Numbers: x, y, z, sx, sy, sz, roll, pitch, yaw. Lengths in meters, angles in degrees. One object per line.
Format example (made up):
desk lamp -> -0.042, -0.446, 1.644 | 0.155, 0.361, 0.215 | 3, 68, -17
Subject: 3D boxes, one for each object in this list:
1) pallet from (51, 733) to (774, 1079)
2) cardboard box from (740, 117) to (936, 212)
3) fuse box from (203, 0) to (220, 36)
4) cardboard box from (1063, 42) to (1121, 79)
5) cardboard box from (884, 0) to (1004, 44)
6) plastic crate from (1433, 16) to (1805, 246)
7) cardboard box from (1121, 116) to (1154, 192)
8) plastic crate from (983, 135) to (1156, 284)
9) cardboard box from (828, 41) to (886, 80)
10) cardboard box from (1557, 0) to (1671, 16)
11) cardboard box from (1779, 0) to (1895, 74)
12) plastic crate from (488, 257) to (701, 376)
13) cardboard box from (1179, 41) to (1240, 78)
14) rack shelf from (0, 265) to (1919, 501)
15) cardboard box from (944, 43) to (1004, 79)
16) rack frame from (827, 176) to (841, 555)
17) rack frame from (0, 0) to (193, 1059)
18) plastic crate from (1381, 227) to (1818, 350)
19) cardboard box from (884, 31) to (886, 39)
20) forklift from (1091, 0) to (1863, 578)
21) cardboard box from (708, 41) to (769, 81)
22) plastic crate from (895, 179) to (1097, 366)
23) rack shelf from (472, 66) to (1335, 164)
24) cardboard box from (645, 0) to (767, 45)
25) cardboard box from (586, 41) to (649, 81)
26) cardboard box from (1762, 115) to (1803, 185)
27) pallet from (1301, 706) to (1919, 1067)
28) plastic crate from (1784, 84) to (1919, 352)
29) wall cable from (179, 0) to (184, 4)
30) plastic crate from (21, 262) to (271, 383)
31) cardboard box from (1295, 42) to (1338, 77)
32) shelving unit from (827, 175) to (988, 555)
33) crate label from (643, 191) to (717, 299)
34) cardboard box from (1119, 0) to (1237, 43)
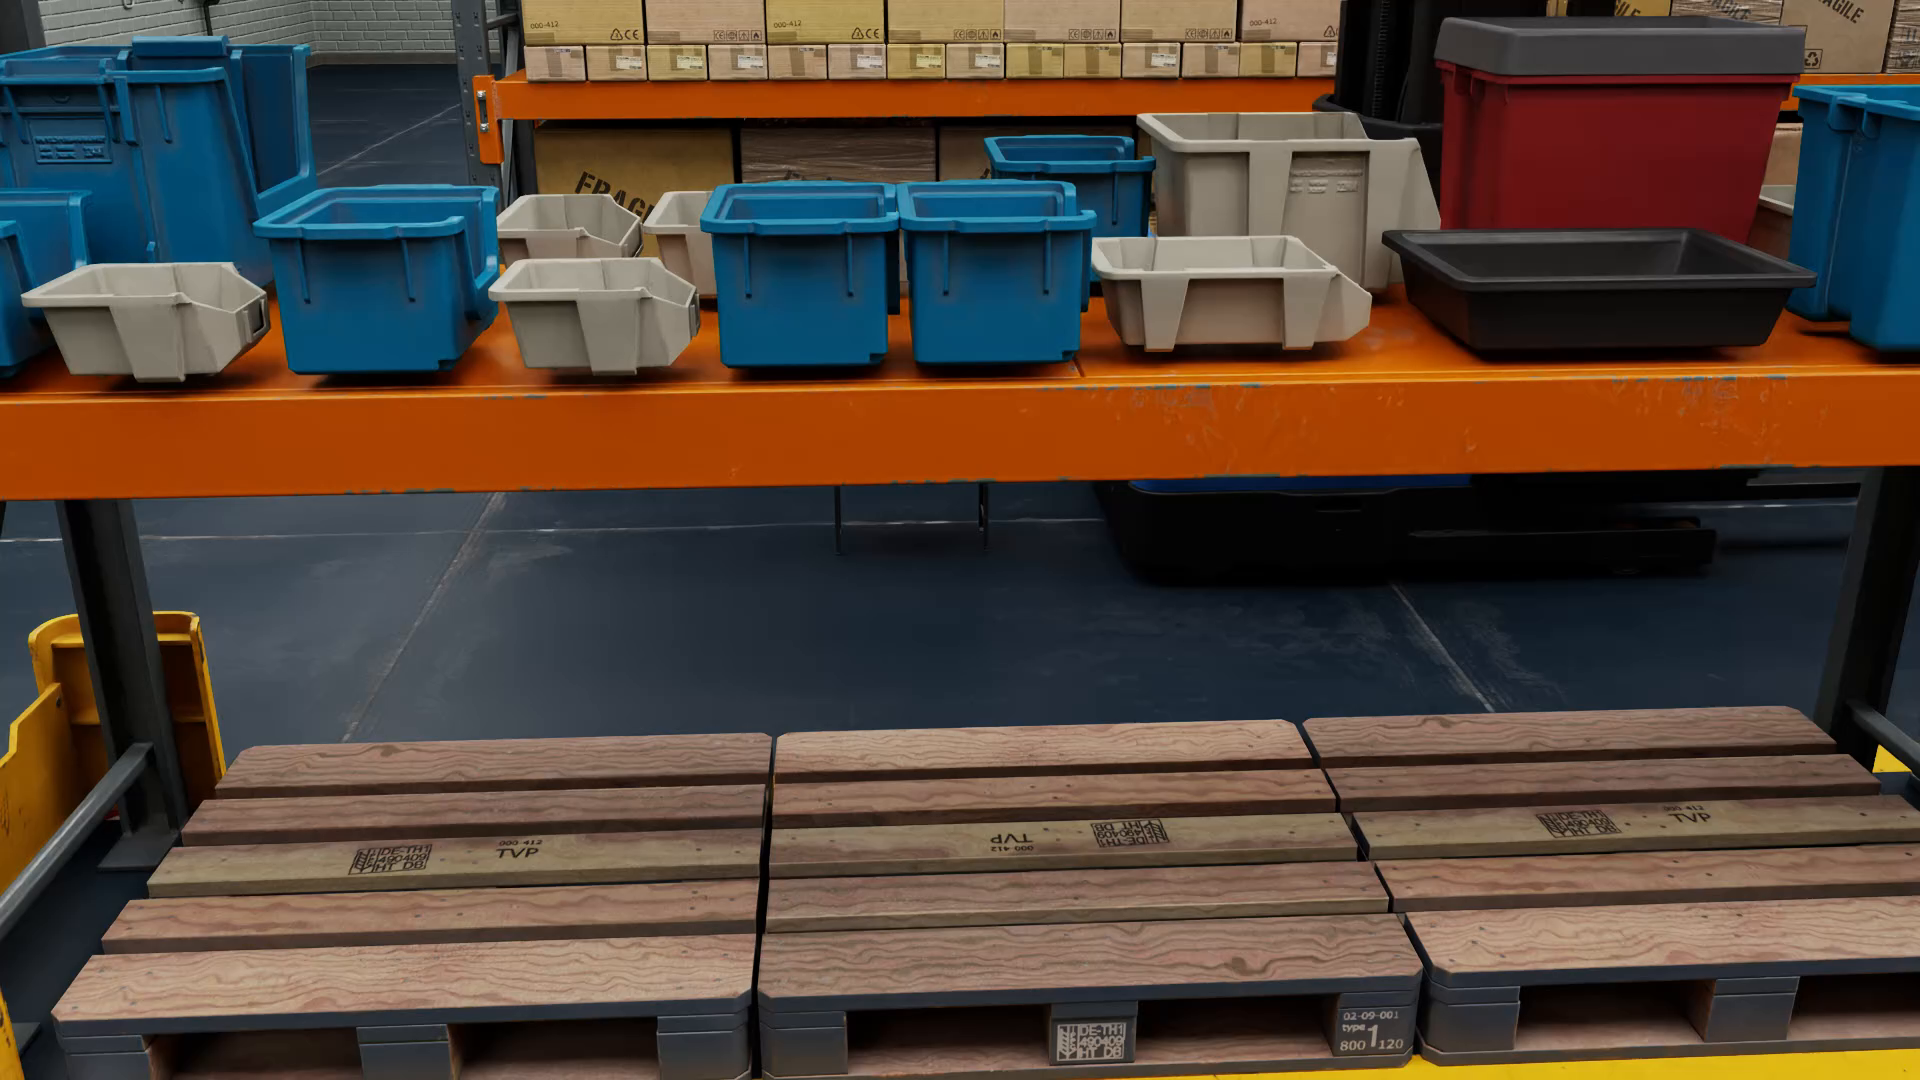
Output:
pallet -> -1.004, 0.733, 3.399 | 1.213, 0.211, 1.003 | -1, 21, -3
cardboard box -> -0.569, -1.590, 7.977 | 0.875, 0.875, 0.875 | -1, 21, -3
fuse box -> -8.281, -5.871, 18.637 | 0.414, 1.711, 0.539 | -1, 21, -3
cardboard box -> 0.568, -2.147, 7.397 | 0.250, 0.149, 0.380 | -1, 21, -2
cardboard box -> -0.077, -2.344, 7.354 | 0.500, 0.250, 0.500 | -2, 21, -4
plastic crate -> 1.258, -0.777, 3.272 | 0.583, 0.464, 0.402 | -1, 21, -3
cardboard box -> 1.218, -1.626, 8.072 | 0.875, 0.875, 0.875 | -1, 21, -3
plastic crate -> 0.206, -0.650, 3.263 | 0.300, 0.233, 0.416 | -1, 21, -3
cardboard box -> -0.456, -2.126, 7.343 | 0.250, 0.149, 0.380 | -1, 21, -4
cardboard box -> 2.857, -2.386, 7.531 | 0.500, 0.500, 0.500 | -1, 21, -3
cardboard box -> 3.872, -2.408, 7.589 | 0.500, 0.500, 0.500 | -1, 21, -2
plastic crate -> -0.562, -0.351, 2.613 | 0.298, 0.136, 0.250 | -1, 21, -3
cardboard box -> 1.082, -2.157, 7.425 | 0.250, 0.149, 0.380 | -2, 21, -4
rack shelf -> 0.167, -0.271, 3.129 | 4.000, 0.370, 1.077 | -1, 21, -3
cardboard box -> 0.058, -2.137, 7.371 | 0.250, 0.149, 0.380 | -1, 21, -2
rack frame -> -0.409, -0.552, 5.386 | 0.015, 1.200, 0.240 | -1, 21, -3
rack frame -> -1.830, -0.567, 2.895 | 0.127, 3.000, 1.000 | -1, 21, -3
plastic crate -> 1.062, -0.430, 2.836 | 0.590, 0.125, 0.437 | -1, 21, -3
cardboard box -> -0.249, -2.364, 7.968 | 0.250, 0.149, 0.380 | -1, 21, -2
forklift -> 2.003, -1.443, 5.293 | 3.031, 2.935, 1.130 | -2, 21, -4
cardboard box -> -0.967, -2.116, 7.316 | 0.250, 0.149, 0.380 | -1, 21, -4
plastic crate -> 0.050, -0.438, 2.706 | 0.300, 0.233, 0.416 | -1, 21, -3
rack shelf -> -0.116, -2.031, 7.751 | 4.000, 0.370, 1.077 | -1, 21, -3
cardboard box -> -1.099, -2.322, 7.297 | 0.500, 0.250, 0.500 | -1, 21, -4
cardboard box -> -1.483, -2.105, 7.287 | 0.250, 0.149, 0.380 | -1, 21, -4
cardboard box -> 3.411, -1.650, 8.134 | 0.875, 0.875, 1.225 | -2, 21, -5
pallet -> 1.432, 0.684, 3.529 | 1.213, 0.211, 1.003 | -1, 21, -3
plastic crate -> 1.717, -0.538, 2.757 | 0.575, 0.384, 0.392 | -1, 21, -3
wall cable -> -8.399, -6.702, 17.582 | 0.122, 1.984, 0.588 | -1, 21, -3
plastic crate -> -1.239, -0.337, 2.577 | 0.298, 0.136, 0.250 | -1, 21, -3
cardboard box -> 1.595, -2.168, 7.452 | 0.250, 0.149, 0.380 | -1, 21, -3
shelving unit -> -0.165, -0.557, 5.399 | 0.503, 1.200, 0.258 | -1, 21, -3
crate label -> -0.459, -0.568, 3.183 | 0.243, 0.136, 0.396 | -1, 21, -3
cardboard box -> 0.939, -2.363, 7.405 | 0.500, 0.250, 0.500 | -1, 21, -1
